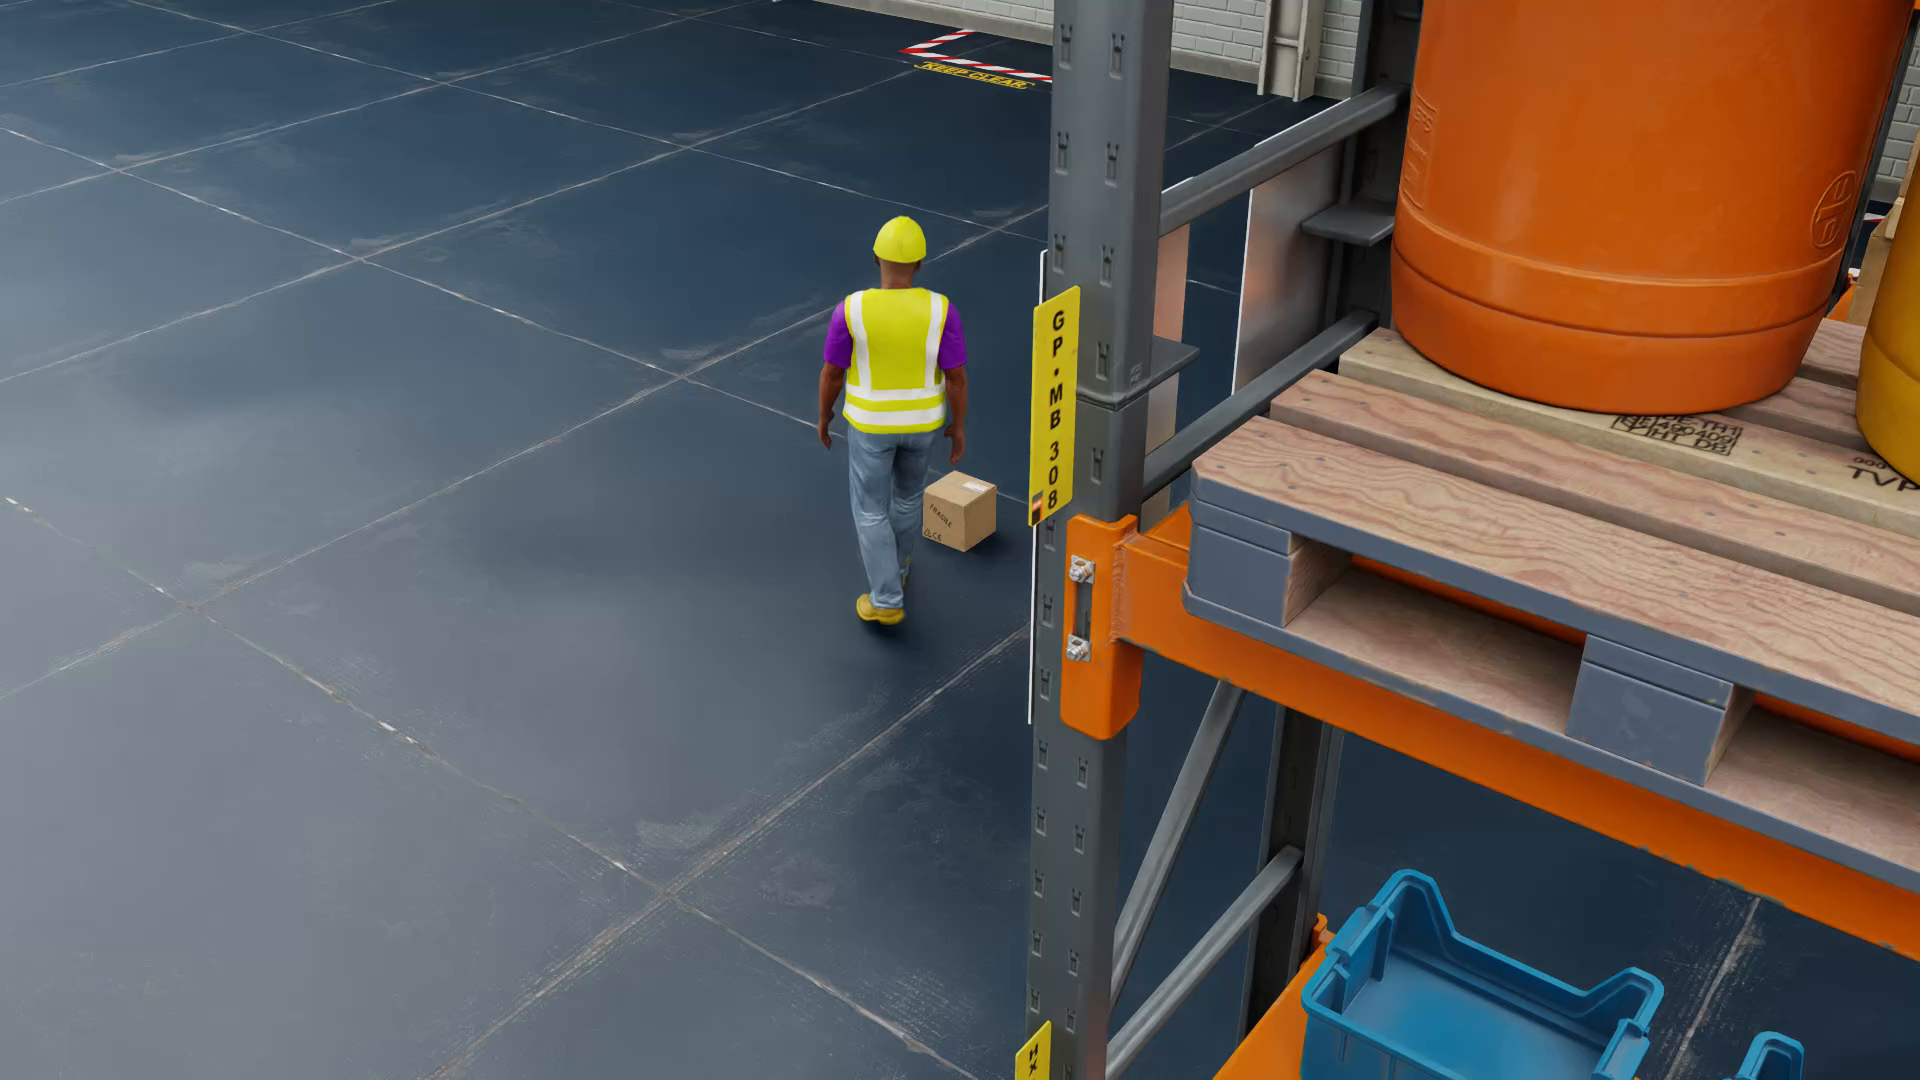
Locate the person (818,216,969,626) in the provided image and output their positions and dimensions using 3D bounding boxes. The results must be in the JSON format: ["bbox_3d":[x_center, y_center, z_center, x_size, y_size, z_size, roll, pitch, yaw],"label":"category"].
[{"bbox_3d":[-0.283,-0.499,6.943,0.608,1.767,0.707,-6,31,-9],"label":"person"}]
